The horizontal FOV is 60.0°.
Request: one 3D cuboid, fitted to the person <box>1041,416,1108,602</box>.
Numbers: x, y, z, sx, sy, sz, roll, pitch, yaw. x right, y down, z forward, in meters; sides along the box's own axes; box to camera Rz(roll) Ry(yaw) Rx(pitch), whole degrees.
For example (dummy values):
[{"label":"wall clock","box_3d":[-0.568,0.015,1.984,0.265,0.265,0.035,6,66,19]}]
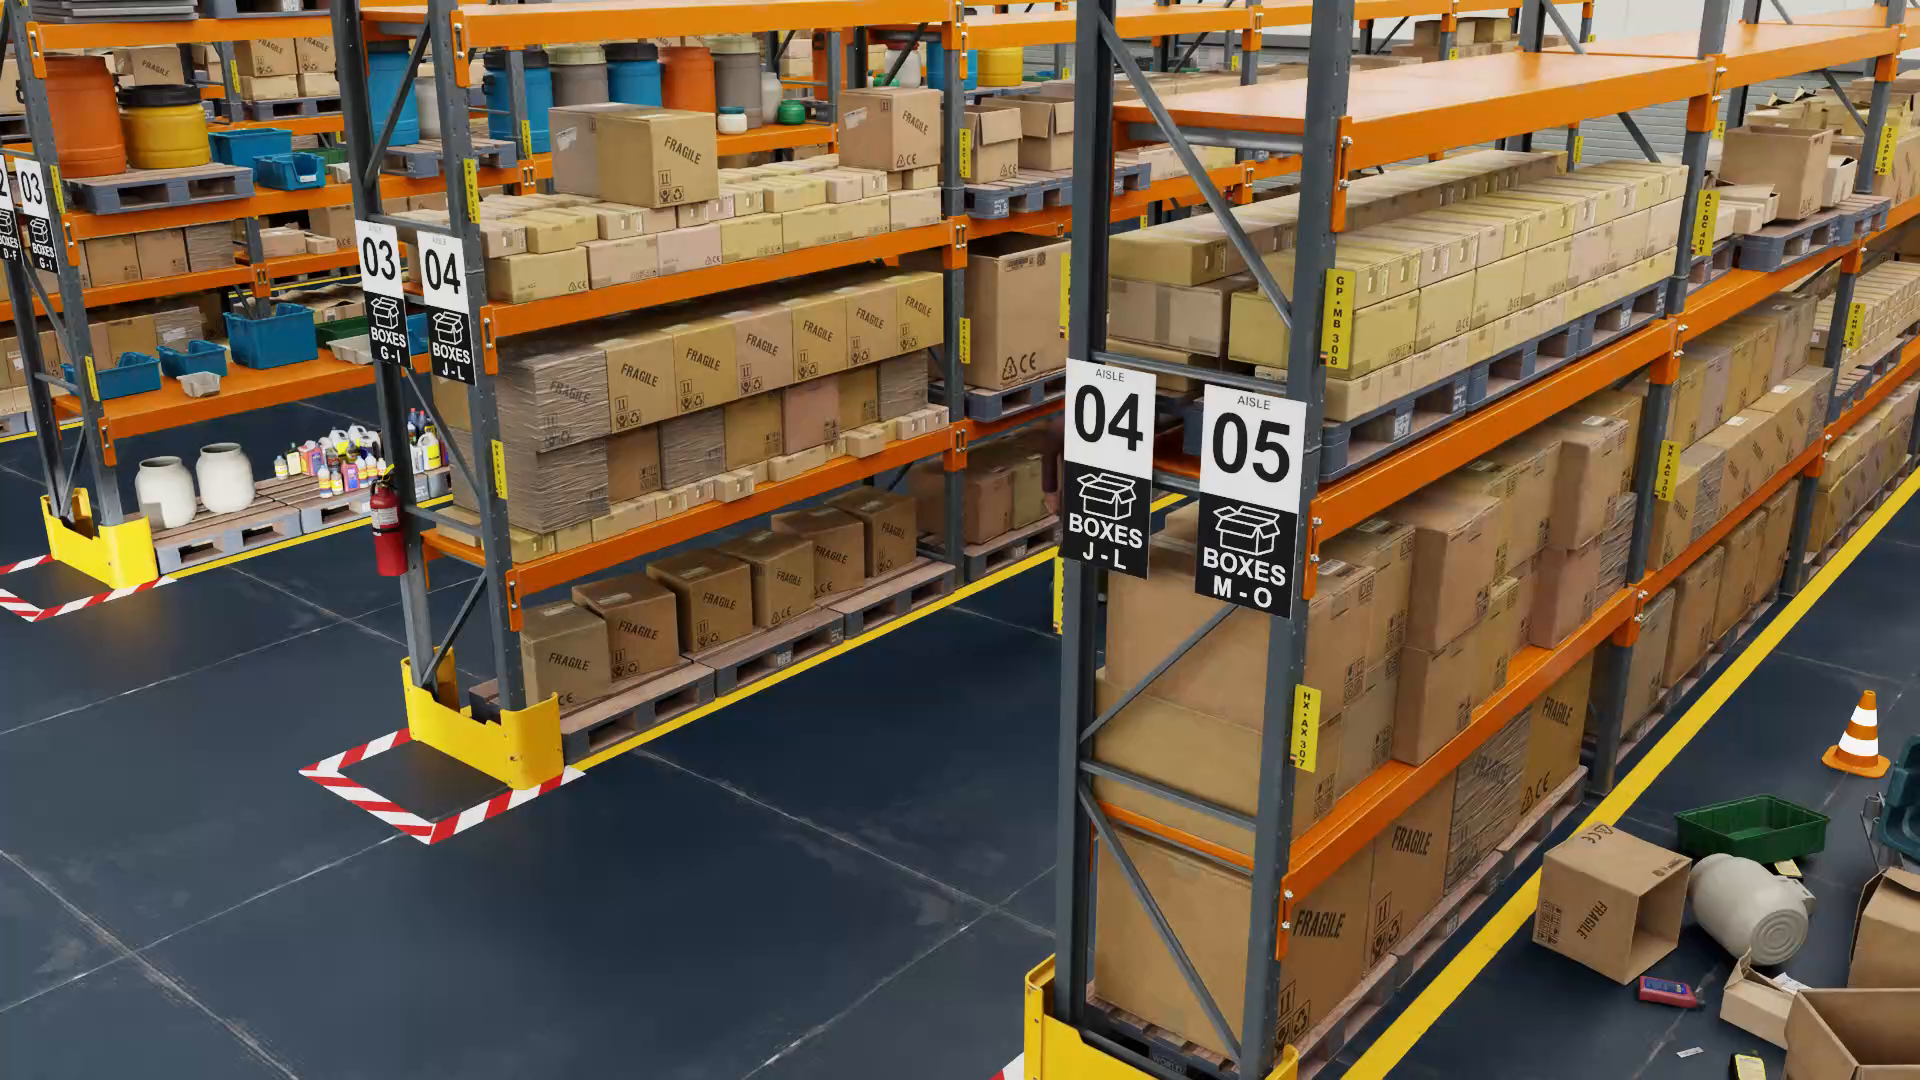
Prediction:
[{"label":"person","box_3d":[0.954,-0.346,12.078,0.666,1.732,0.851,11,23,28]}]
